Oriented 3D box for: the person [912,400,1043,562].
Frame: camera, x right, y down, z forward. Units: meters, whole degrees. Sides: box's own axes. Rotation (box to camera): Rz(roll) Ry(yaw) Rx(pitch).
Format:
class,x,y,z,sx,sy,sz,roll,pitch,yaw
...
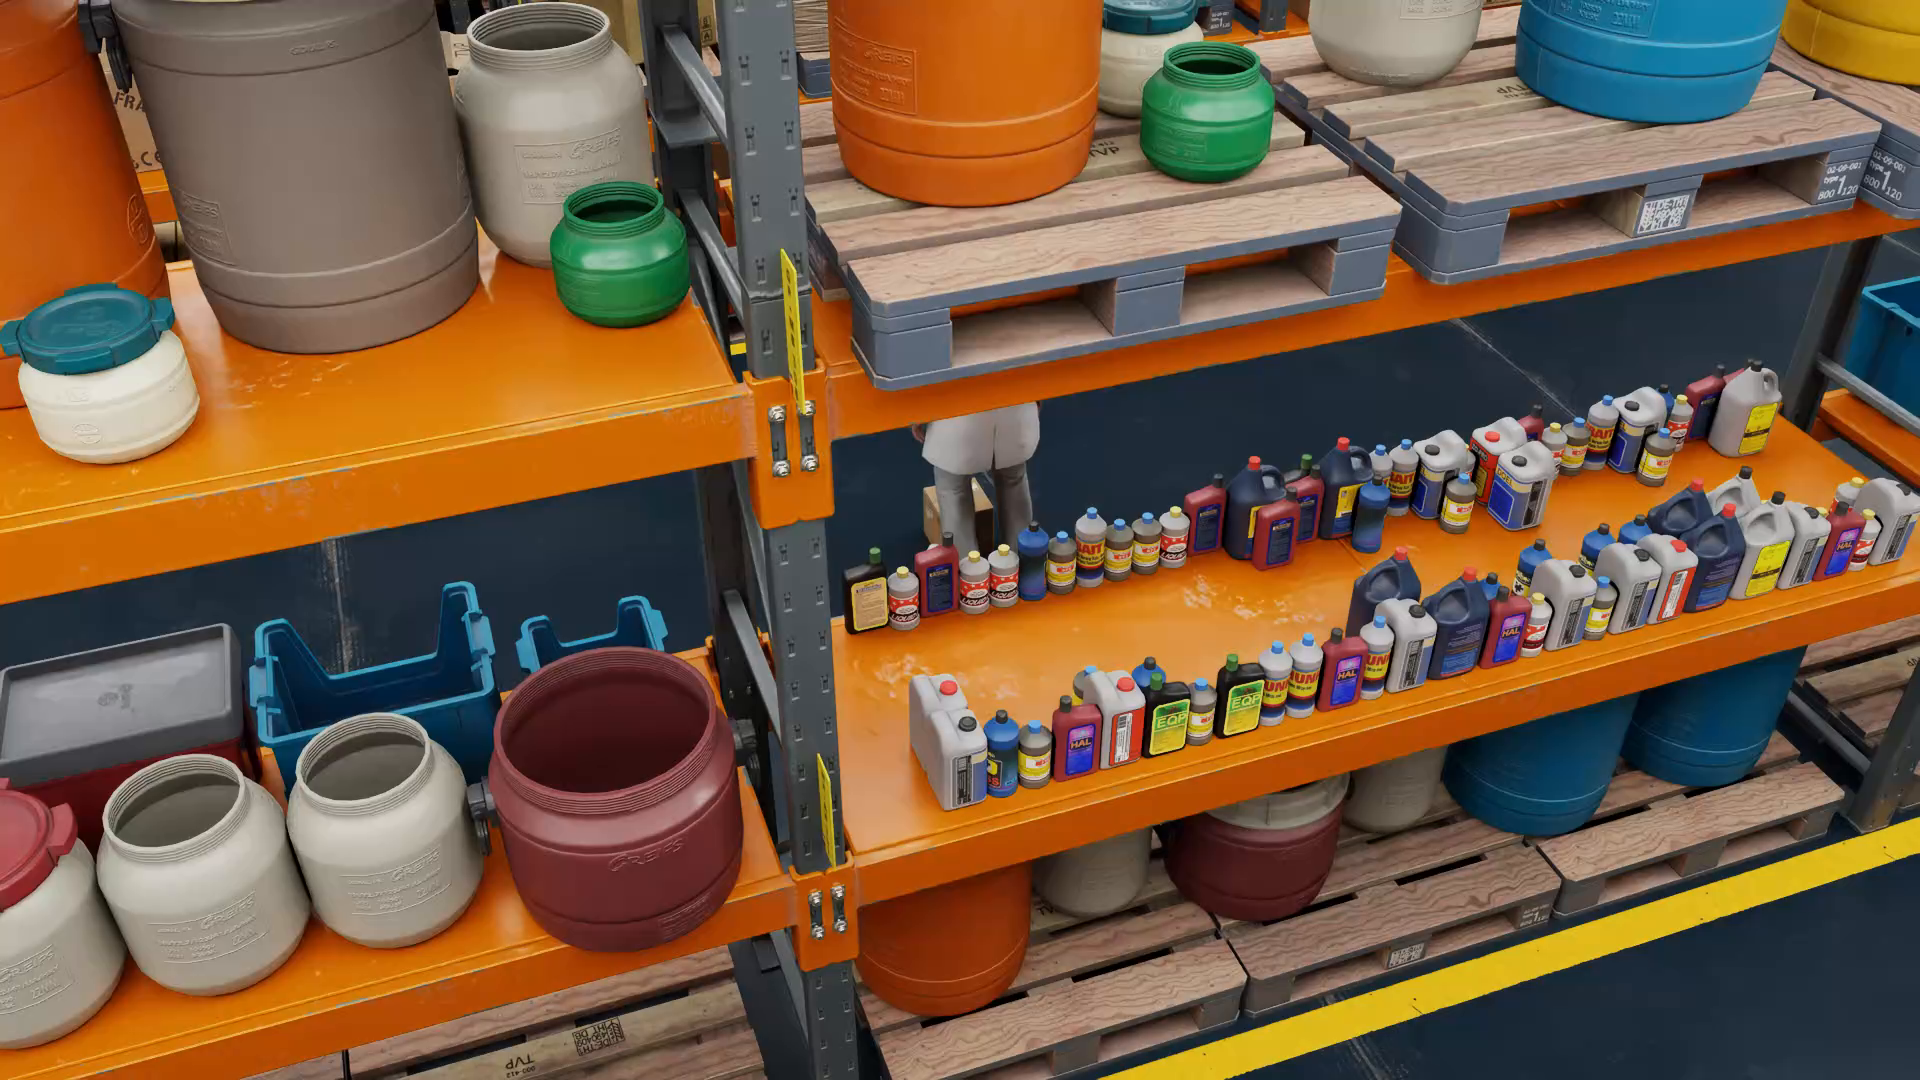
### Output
class,x,y,z,sx,sy,sz,roll,pitch,yaw
person,0.086,-0.563,6.904,0.642,1.774,0.421,-12,39,-16
